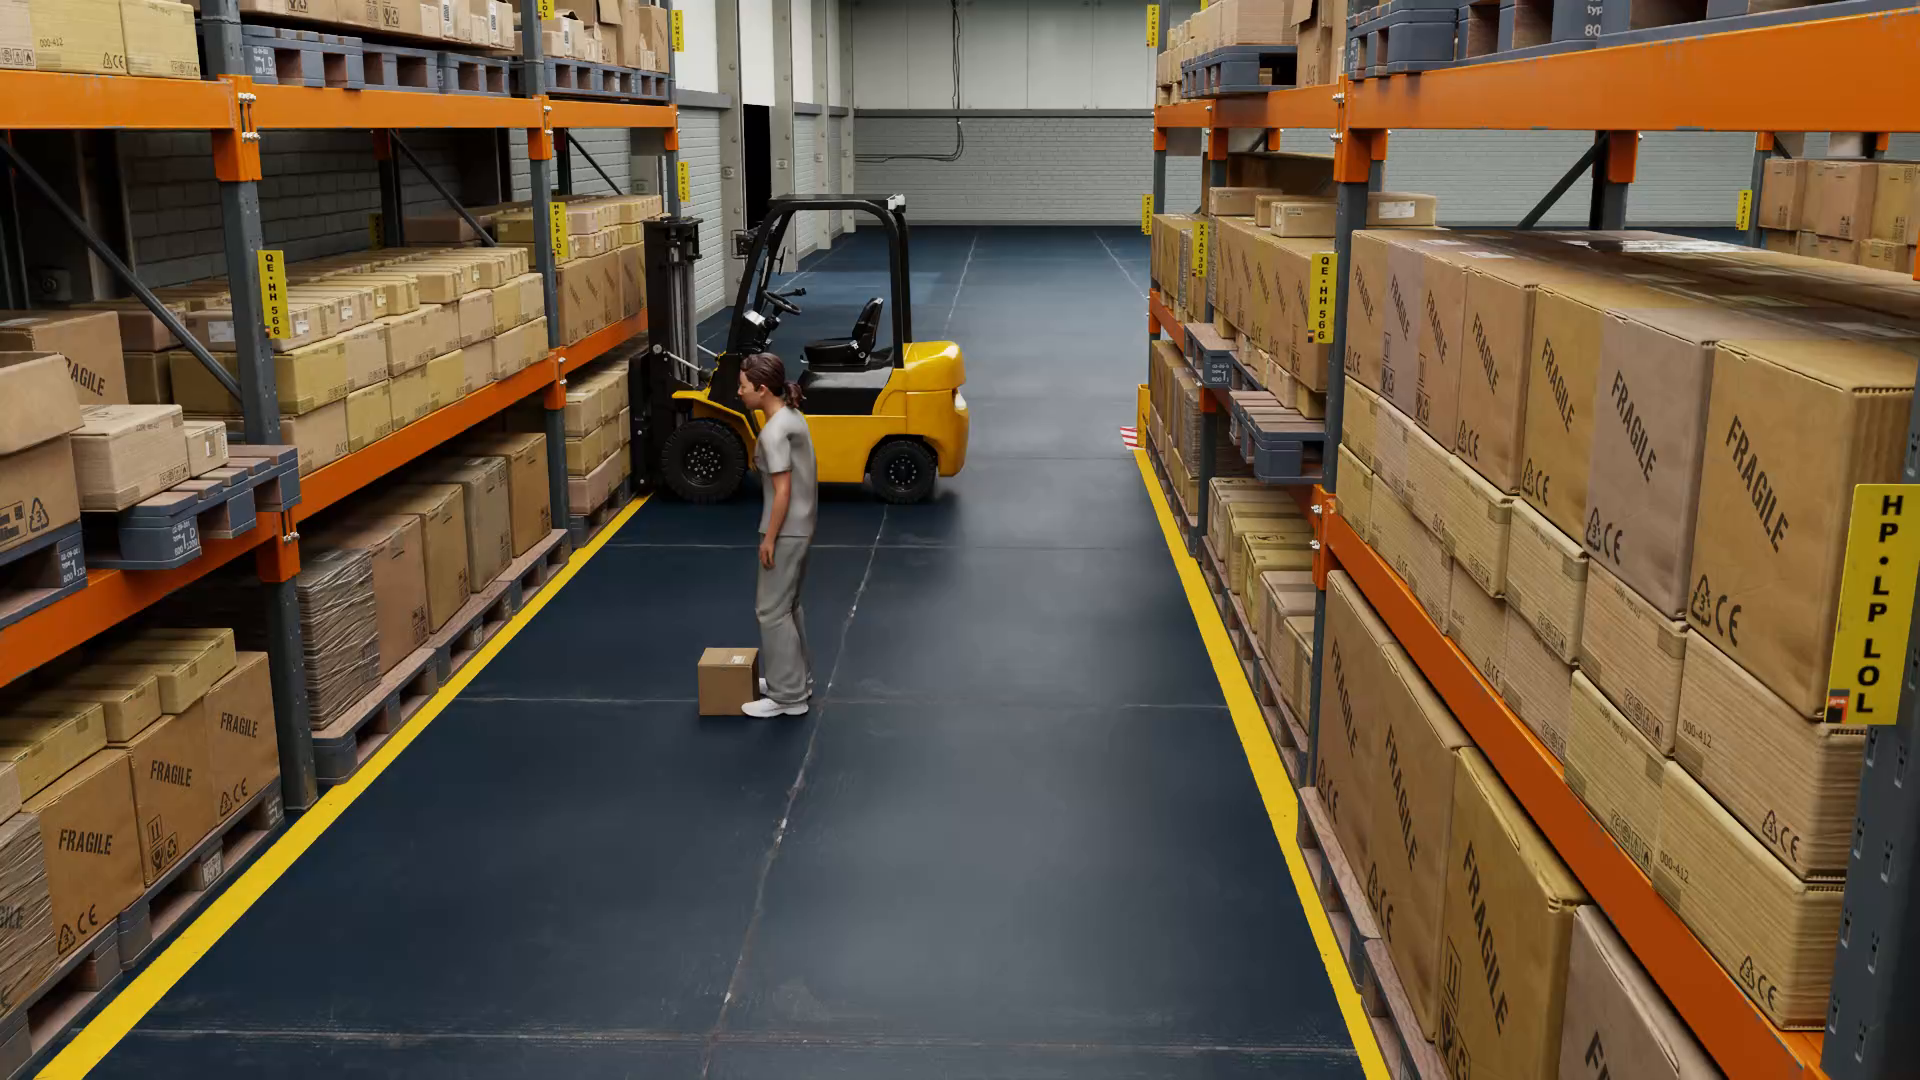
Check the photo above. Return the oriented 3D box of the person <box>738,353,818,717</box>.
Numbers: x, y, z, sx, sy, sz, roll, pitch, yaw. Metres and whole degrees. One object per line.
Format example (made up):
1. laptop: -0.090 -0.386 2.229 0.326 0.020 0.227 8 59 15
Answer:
1. person: -0.830 -0.030 7.623 0.360 1.672 0.486 0 14 0
